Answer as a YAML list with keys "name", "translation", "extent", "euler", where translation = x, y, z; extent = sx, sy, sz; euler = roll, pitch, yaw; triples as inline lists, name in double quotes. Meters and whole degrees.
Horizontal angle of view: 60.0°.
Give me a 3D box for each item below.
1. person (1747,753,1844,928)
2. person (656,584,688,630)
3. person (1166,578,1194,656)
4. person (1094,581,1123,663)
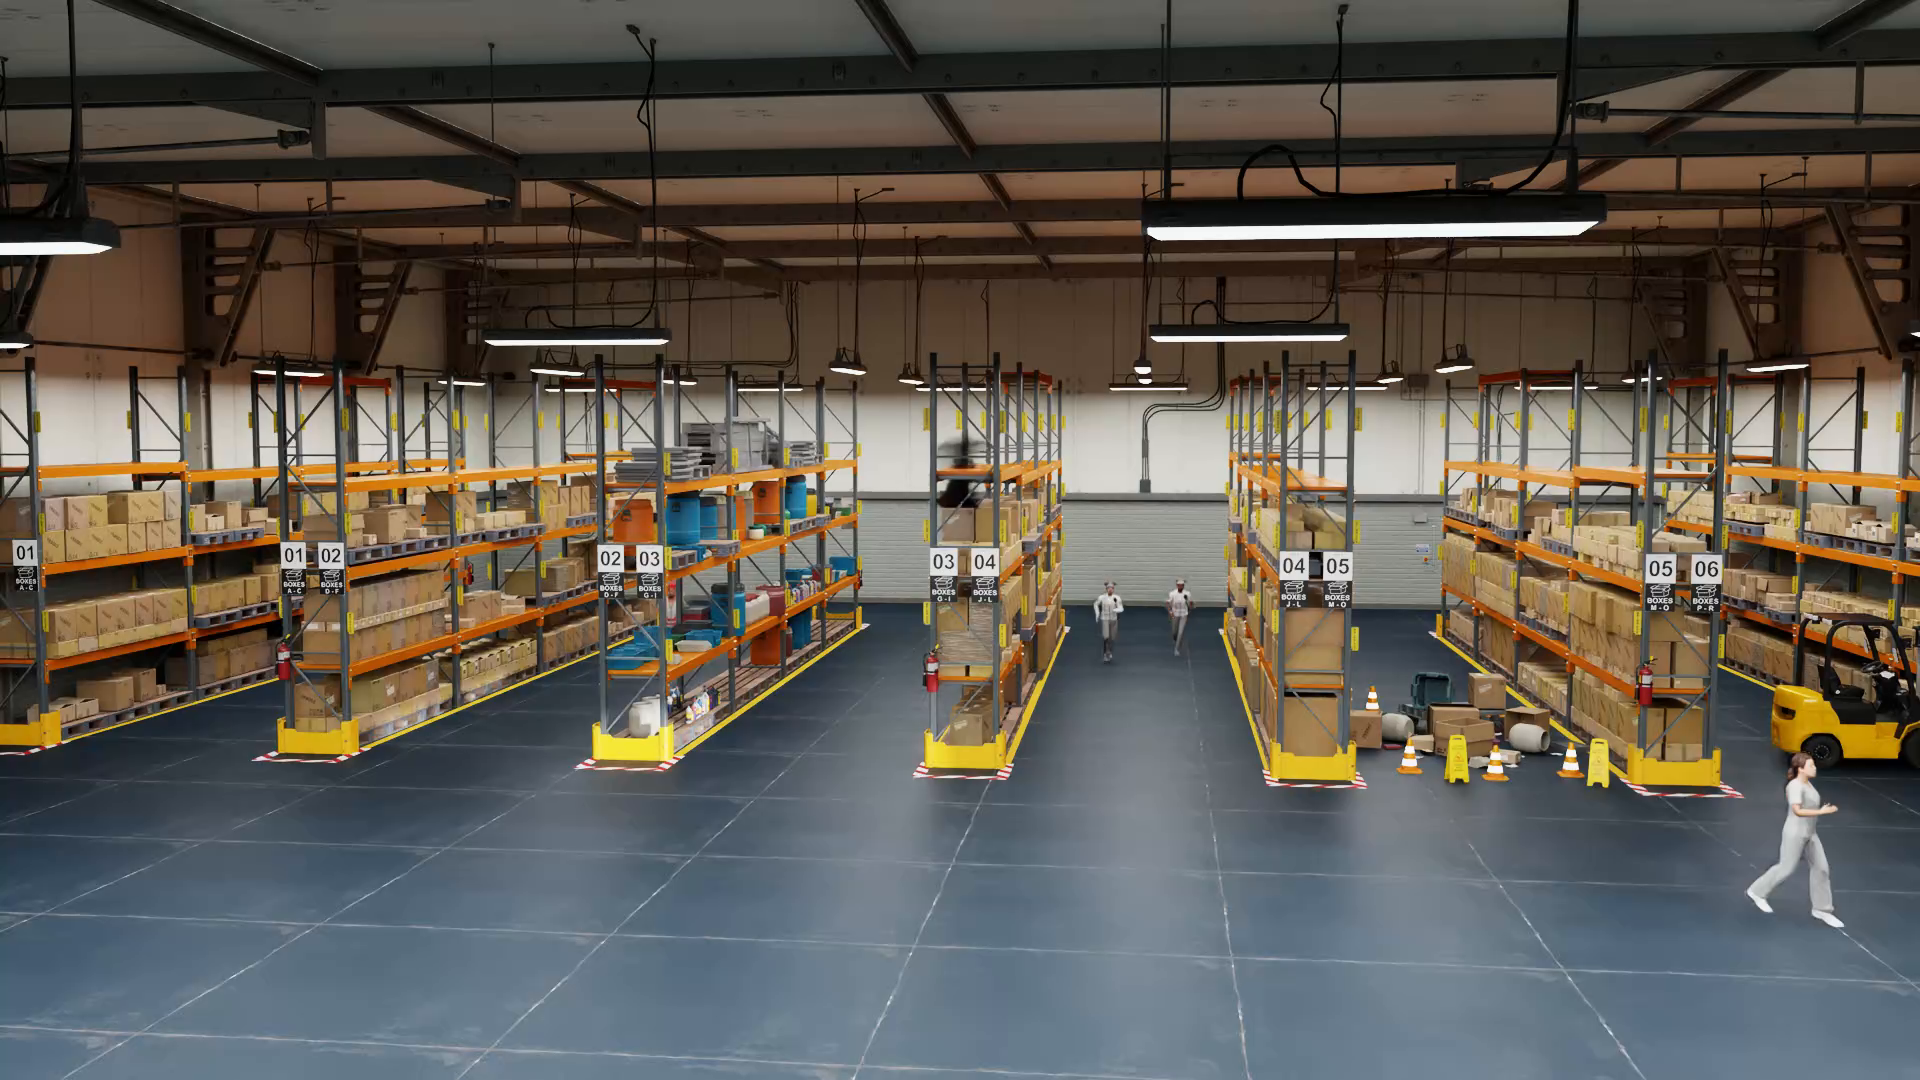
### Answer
- name: "person"
  translation: [8.381, 2.968, 16.651]
  extent: [0.583, 1.697, 0.894]
  euler: [-4, 6, -45]
- name: "person"
  translation: [-5.801, 1.755, 33.522]
  extent: [0.661, 1.749, 0.719]
  euler: [0, 4, -2]
- name: "person"
  translation: [4.751, 1.648, 35.938]
  extent: [0.598, 1.666, 0.667]
  euler: [0, 4, 4]
- name: "person"
  translation: [3.112, 1.708, 34.685]
  extent: [0.580, 1.714, 0.695]
  euler: [0, 4, -2]
